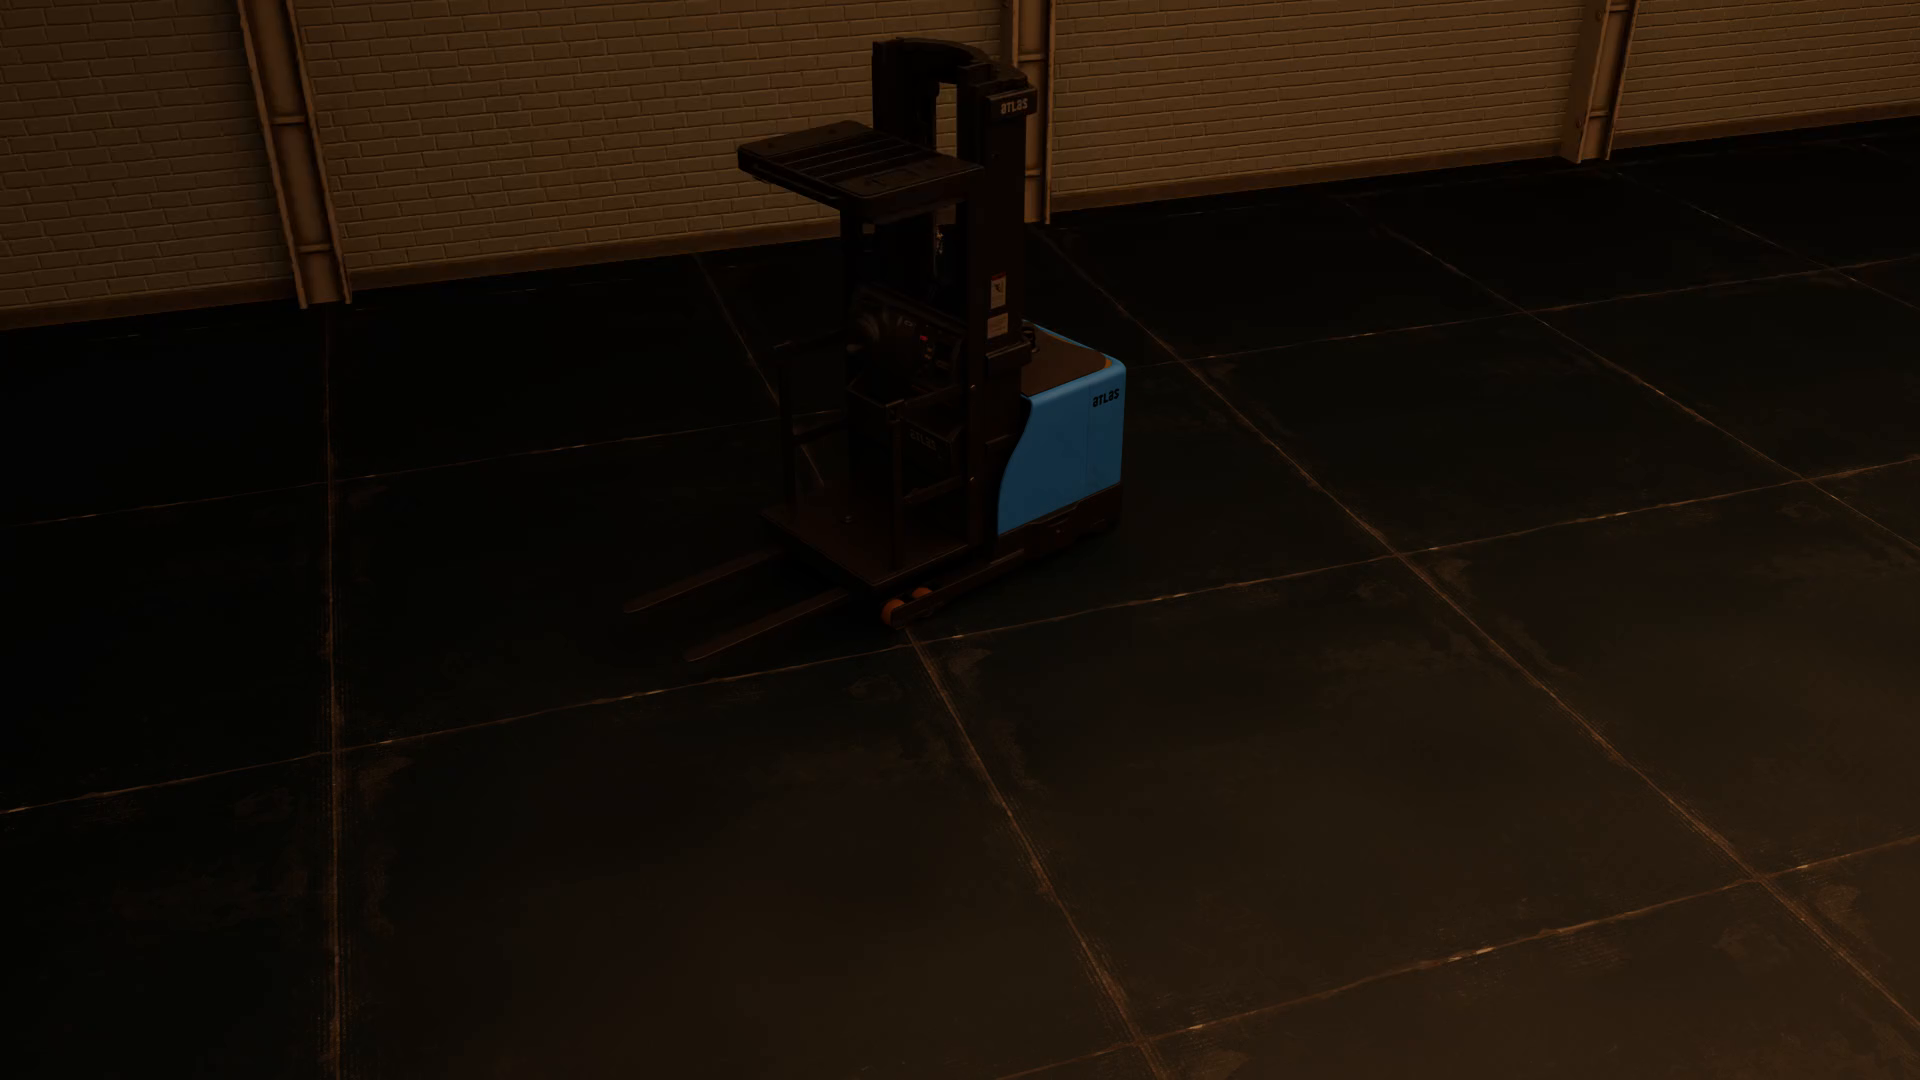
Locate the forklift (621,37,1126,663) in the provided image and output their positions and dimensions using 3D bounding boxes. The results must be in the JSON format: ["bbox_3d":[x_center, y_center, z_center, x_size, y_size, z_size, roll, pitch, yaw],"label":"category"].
[{"bbox_3d":[-0.461,-1.072,8.951,3.031,2.935,1.130,-23,37,-34],"label":"forklift"}]

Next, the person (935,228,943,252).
[{"bbox_3d":[-0.225,-1.608,11.047,0.437,1.770,0.767,-3,30,-5],"label":"person"}]
